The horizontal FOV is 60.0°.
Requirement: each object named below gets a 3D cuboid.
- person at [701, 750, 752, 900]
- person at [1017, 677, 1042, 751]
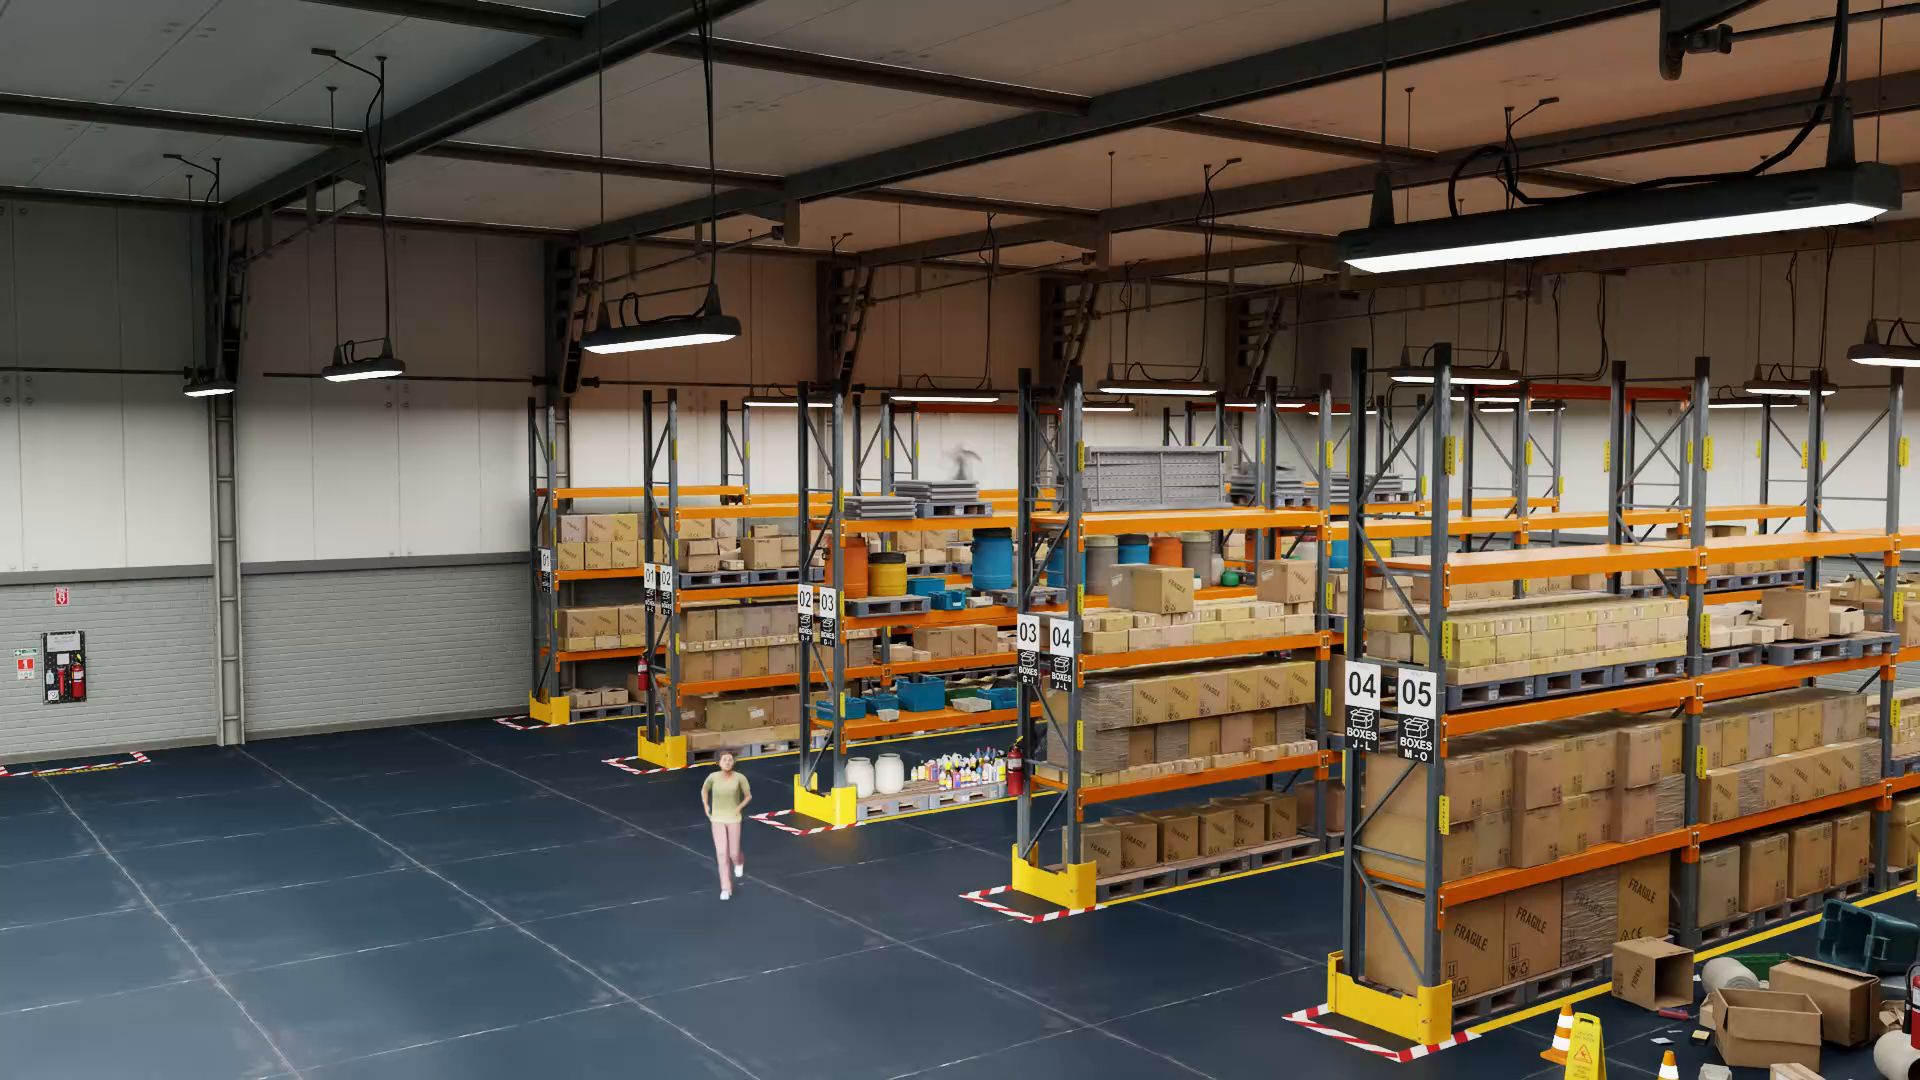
[{"bbox_3d":[-2.670,3.210,19.006,0.583,1.647,0.890,0,3,-5],"label":"person"},{"bbox_3d":[1.114,2.753,27.457,0.608,1.551,0.515,-2,4,-33],"label":"person"}]
